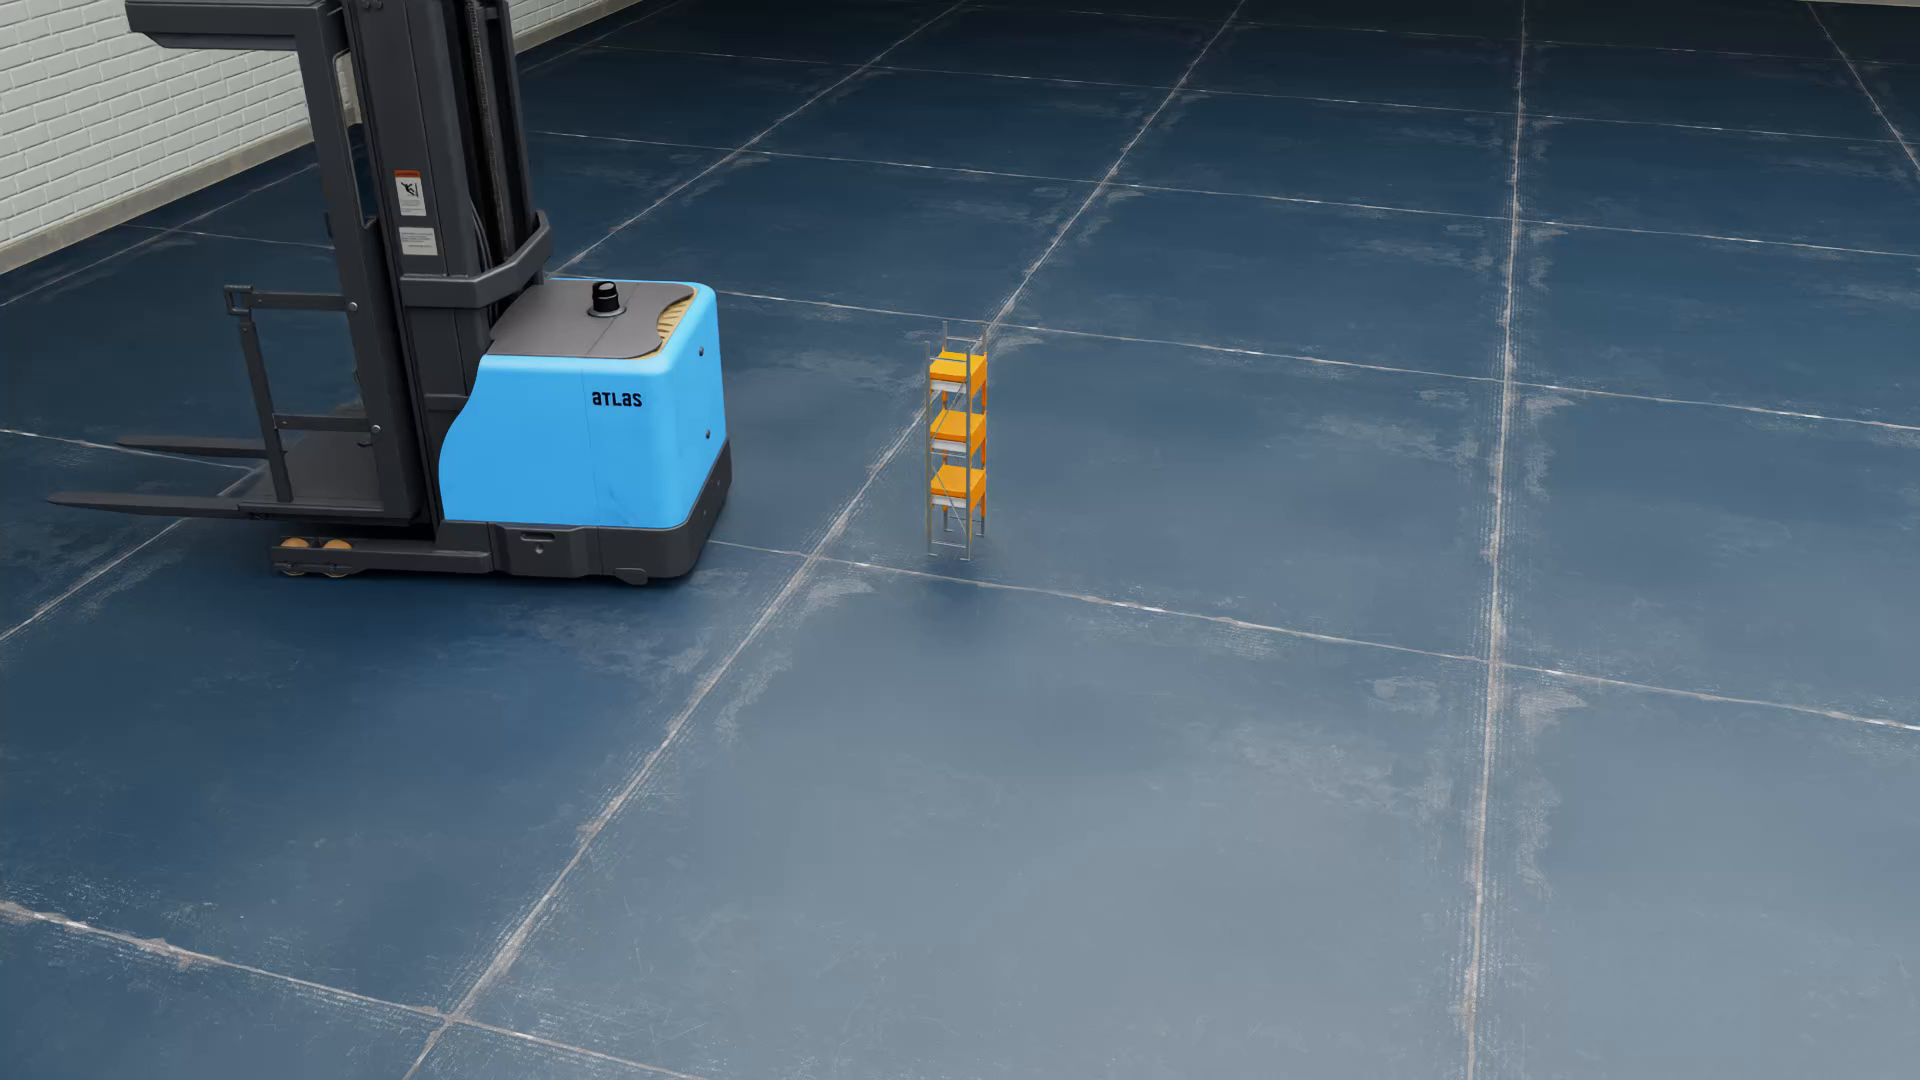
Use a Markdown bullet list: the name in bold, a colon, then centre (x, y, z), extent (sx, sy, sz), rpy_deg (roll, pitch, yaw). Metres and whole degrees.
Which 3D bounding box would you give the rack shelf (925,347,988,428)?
- **rack shelf**: centre (-0.016, -0.673, 7.317), extent (0.215, 0.259, 0.240), rpy_deg (8, 30, 15)

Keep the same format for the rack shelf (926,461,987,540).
- **rack shelf**: centre (-0.016, -0.182, 7.590), extent (0.215, 0.259, 0.240), rpy_deg (8, 30, 15)

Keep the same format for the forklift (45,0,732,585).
- **forklift**: centre (-2.658, -1.364, 7.188), extent (3.031, 2.935, 1.130), rpy_deg (2, 29, 4)

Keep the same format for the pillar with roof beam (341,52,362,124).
- **pillar with roof beam**: centre (-0.842, -6.932, 10.955), extent (9.100, 9.000, 0.400), rpy_deg (8, 30, 15)

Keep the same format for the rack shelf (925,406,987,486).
- **rack shelf**: centre (-0.016, -0.425, 7.455), extent (0.215, 0.259, 0.240), rpy_deg (8, 30, 15)

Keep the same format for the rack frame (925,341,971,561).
- **rack frame**: centre (-0.052, -0.377, 7.348), extent (0.200, 1.050, 0.008), rpy_deg (8, 30, 15)

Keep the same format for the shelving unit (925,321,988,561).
- **shelving unit**: centre (-0.016, -0.434, 7.450), extent (0.215, 1.050, 0.252), rpy_deg (8, 30, 15)

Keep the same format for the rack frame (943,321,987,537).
- **rack frame**: centre (0.020, -0.491, 7.552), extent (0.200, 1.050, 0.008), rpy_deg (8, 30, 15)
